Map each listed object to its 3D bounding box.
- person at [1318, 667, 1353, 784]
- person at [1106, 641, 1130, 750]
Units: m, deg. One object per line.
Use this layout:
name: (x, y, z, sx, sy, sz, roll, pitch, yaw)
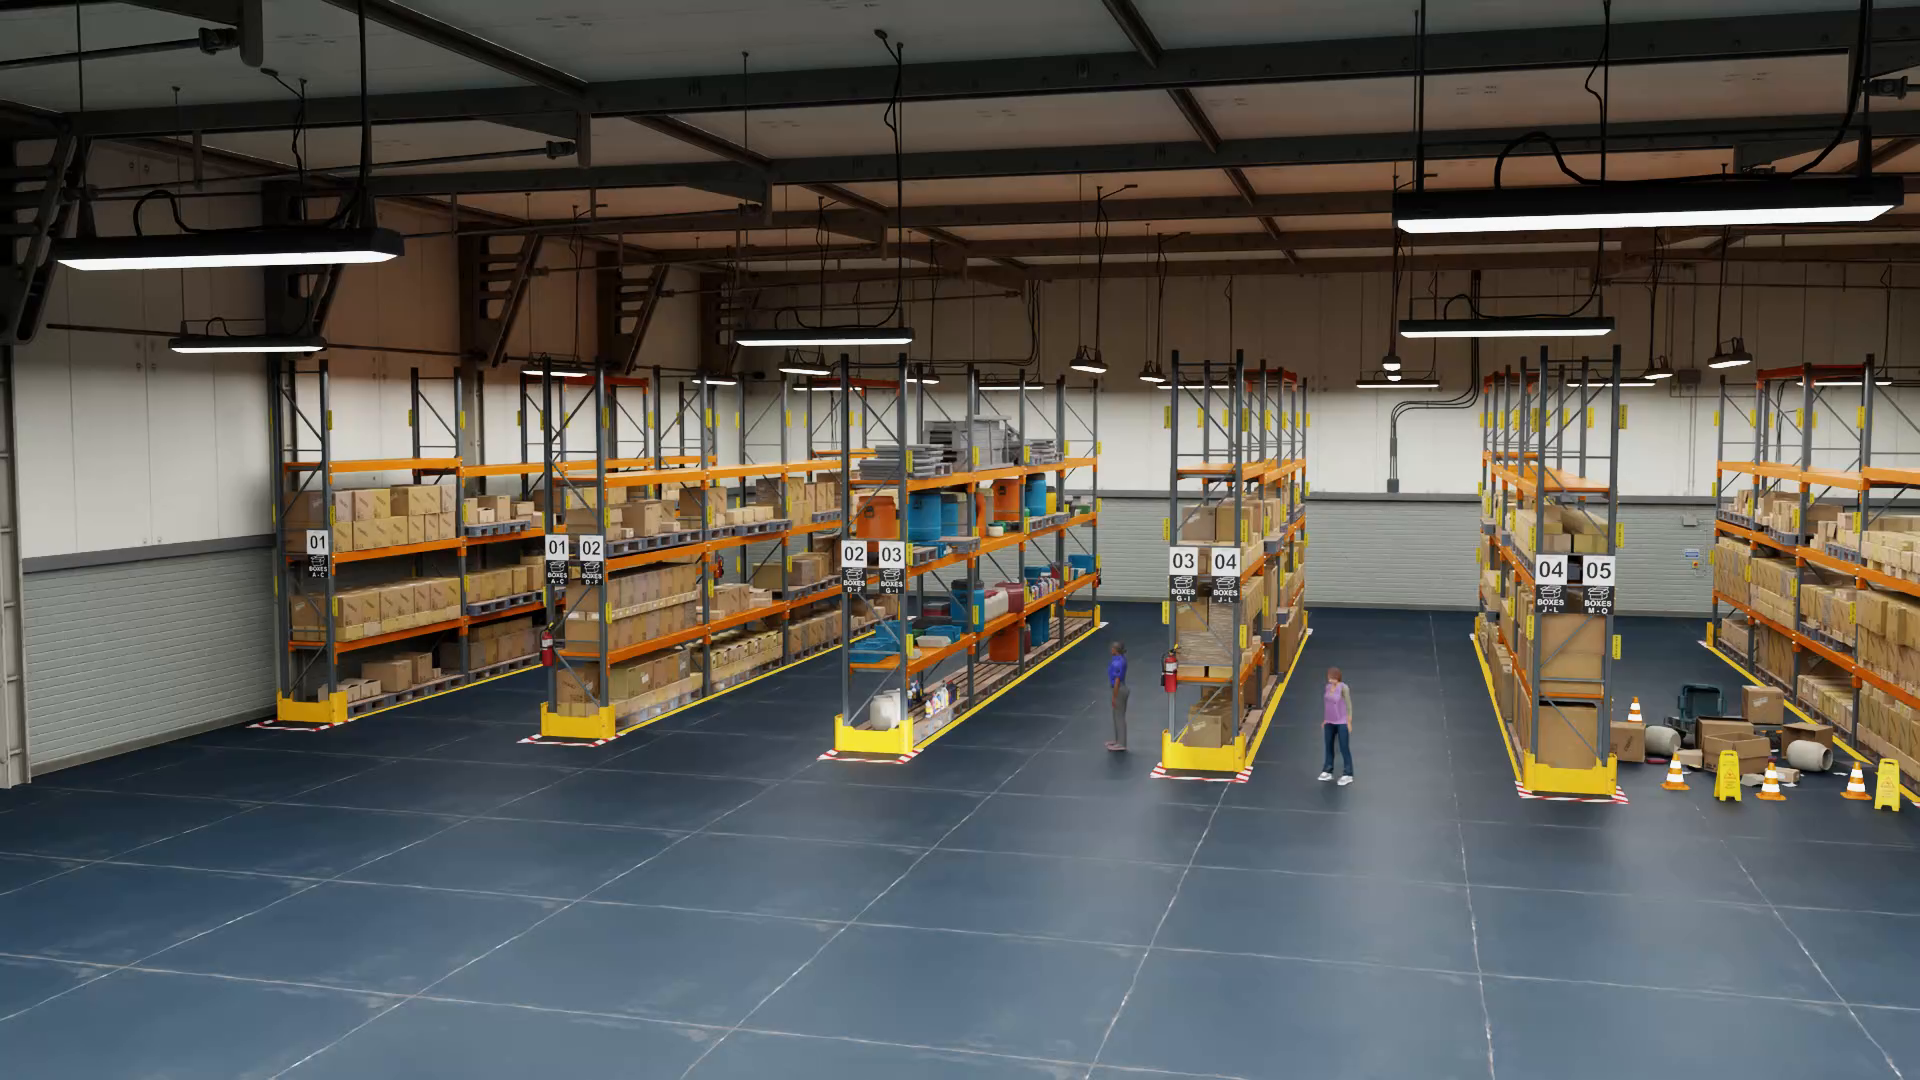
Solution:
person: (5.192, 2.554, 23.007, 0.354, 1.585, 0.495, -3, 5, -37)
person: (2.394, 2.347, 25.297, 0.375, 1.661, 0.533, 1, 4, 12)
